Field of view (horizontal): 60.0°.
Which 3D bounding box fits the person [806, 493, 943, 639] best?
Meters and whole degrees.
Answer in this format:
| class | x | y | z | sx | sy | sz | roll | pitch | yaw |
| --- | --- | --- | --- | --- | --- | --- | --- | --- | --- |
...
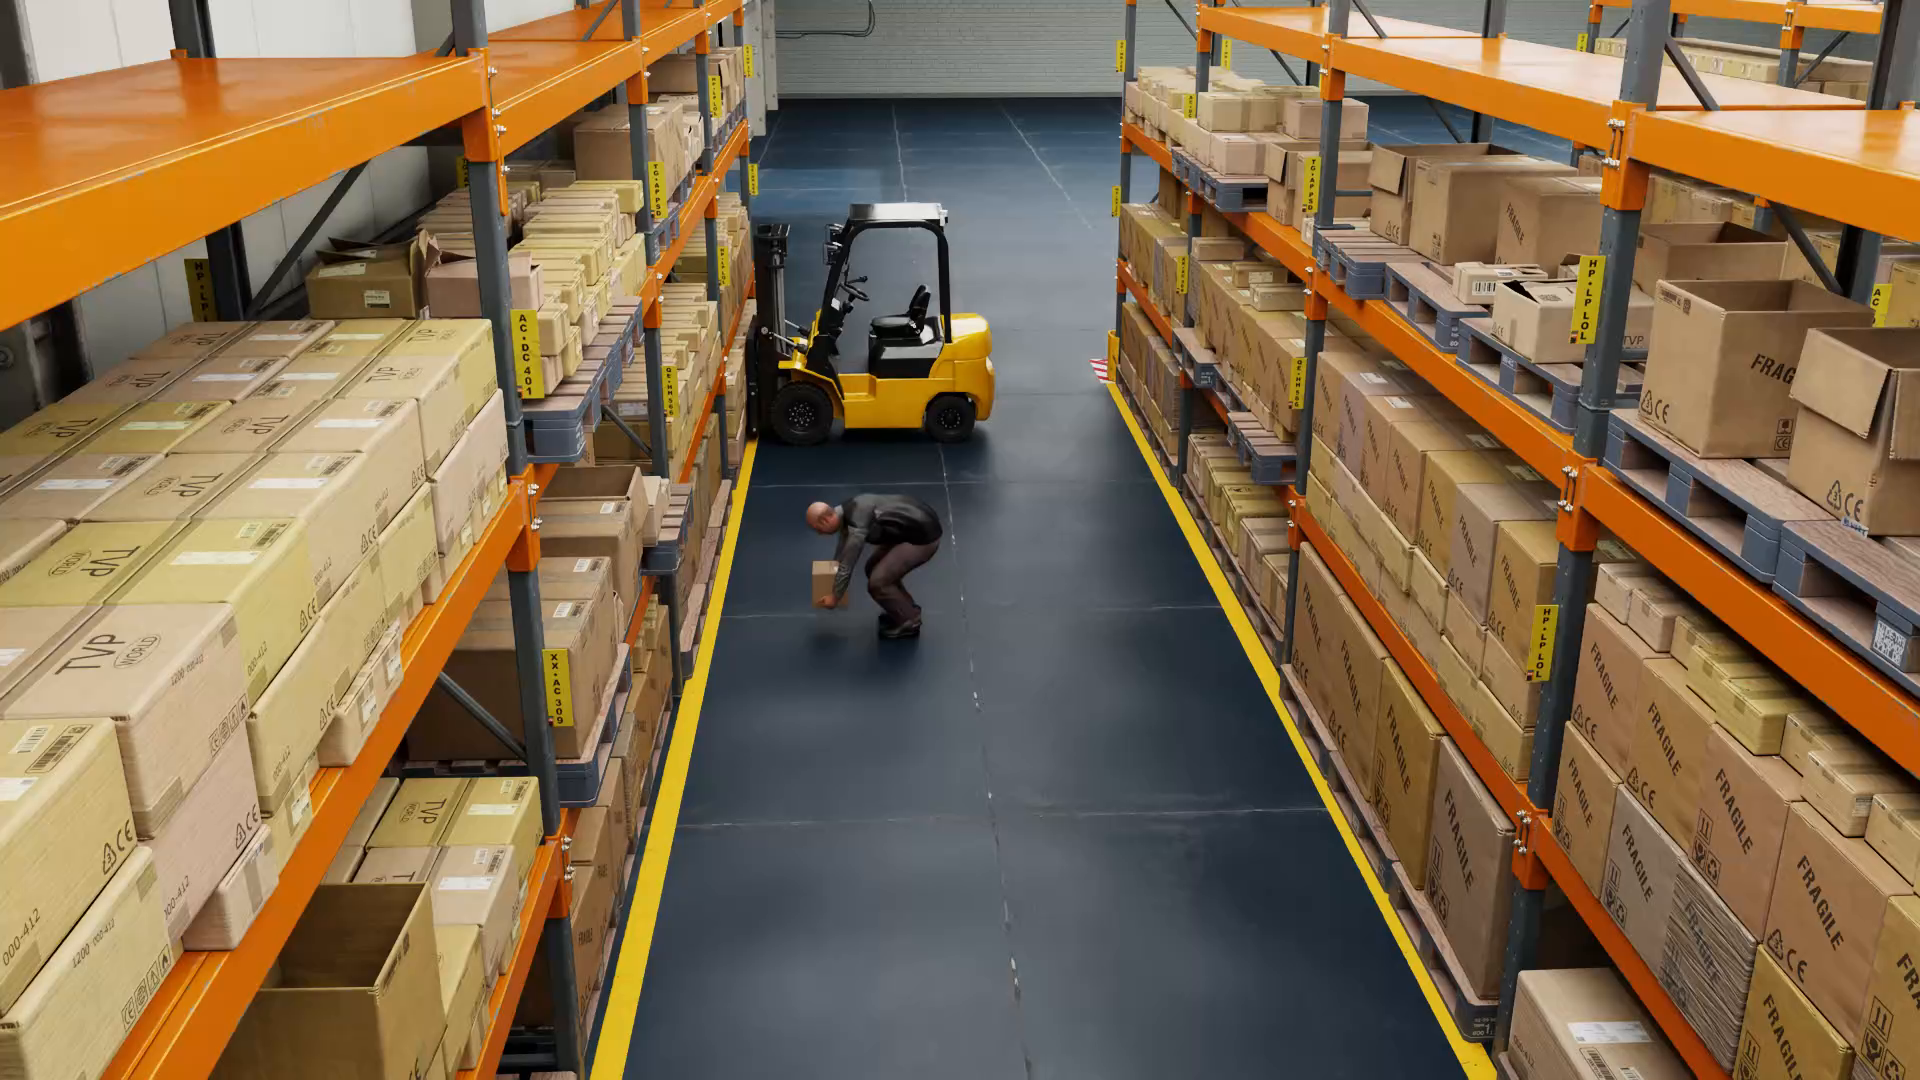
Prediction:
| class | x | y | z | sx | sy | sz | roll | pitch | yaw |
| --- | --- | --- | --- | --- | --- | --- | --- | --- | --- |
| person | -0.597 | 0.167 | 11.692 | 0.949 | 1.008 | 0.514 | -2 | 20 | -6 |
